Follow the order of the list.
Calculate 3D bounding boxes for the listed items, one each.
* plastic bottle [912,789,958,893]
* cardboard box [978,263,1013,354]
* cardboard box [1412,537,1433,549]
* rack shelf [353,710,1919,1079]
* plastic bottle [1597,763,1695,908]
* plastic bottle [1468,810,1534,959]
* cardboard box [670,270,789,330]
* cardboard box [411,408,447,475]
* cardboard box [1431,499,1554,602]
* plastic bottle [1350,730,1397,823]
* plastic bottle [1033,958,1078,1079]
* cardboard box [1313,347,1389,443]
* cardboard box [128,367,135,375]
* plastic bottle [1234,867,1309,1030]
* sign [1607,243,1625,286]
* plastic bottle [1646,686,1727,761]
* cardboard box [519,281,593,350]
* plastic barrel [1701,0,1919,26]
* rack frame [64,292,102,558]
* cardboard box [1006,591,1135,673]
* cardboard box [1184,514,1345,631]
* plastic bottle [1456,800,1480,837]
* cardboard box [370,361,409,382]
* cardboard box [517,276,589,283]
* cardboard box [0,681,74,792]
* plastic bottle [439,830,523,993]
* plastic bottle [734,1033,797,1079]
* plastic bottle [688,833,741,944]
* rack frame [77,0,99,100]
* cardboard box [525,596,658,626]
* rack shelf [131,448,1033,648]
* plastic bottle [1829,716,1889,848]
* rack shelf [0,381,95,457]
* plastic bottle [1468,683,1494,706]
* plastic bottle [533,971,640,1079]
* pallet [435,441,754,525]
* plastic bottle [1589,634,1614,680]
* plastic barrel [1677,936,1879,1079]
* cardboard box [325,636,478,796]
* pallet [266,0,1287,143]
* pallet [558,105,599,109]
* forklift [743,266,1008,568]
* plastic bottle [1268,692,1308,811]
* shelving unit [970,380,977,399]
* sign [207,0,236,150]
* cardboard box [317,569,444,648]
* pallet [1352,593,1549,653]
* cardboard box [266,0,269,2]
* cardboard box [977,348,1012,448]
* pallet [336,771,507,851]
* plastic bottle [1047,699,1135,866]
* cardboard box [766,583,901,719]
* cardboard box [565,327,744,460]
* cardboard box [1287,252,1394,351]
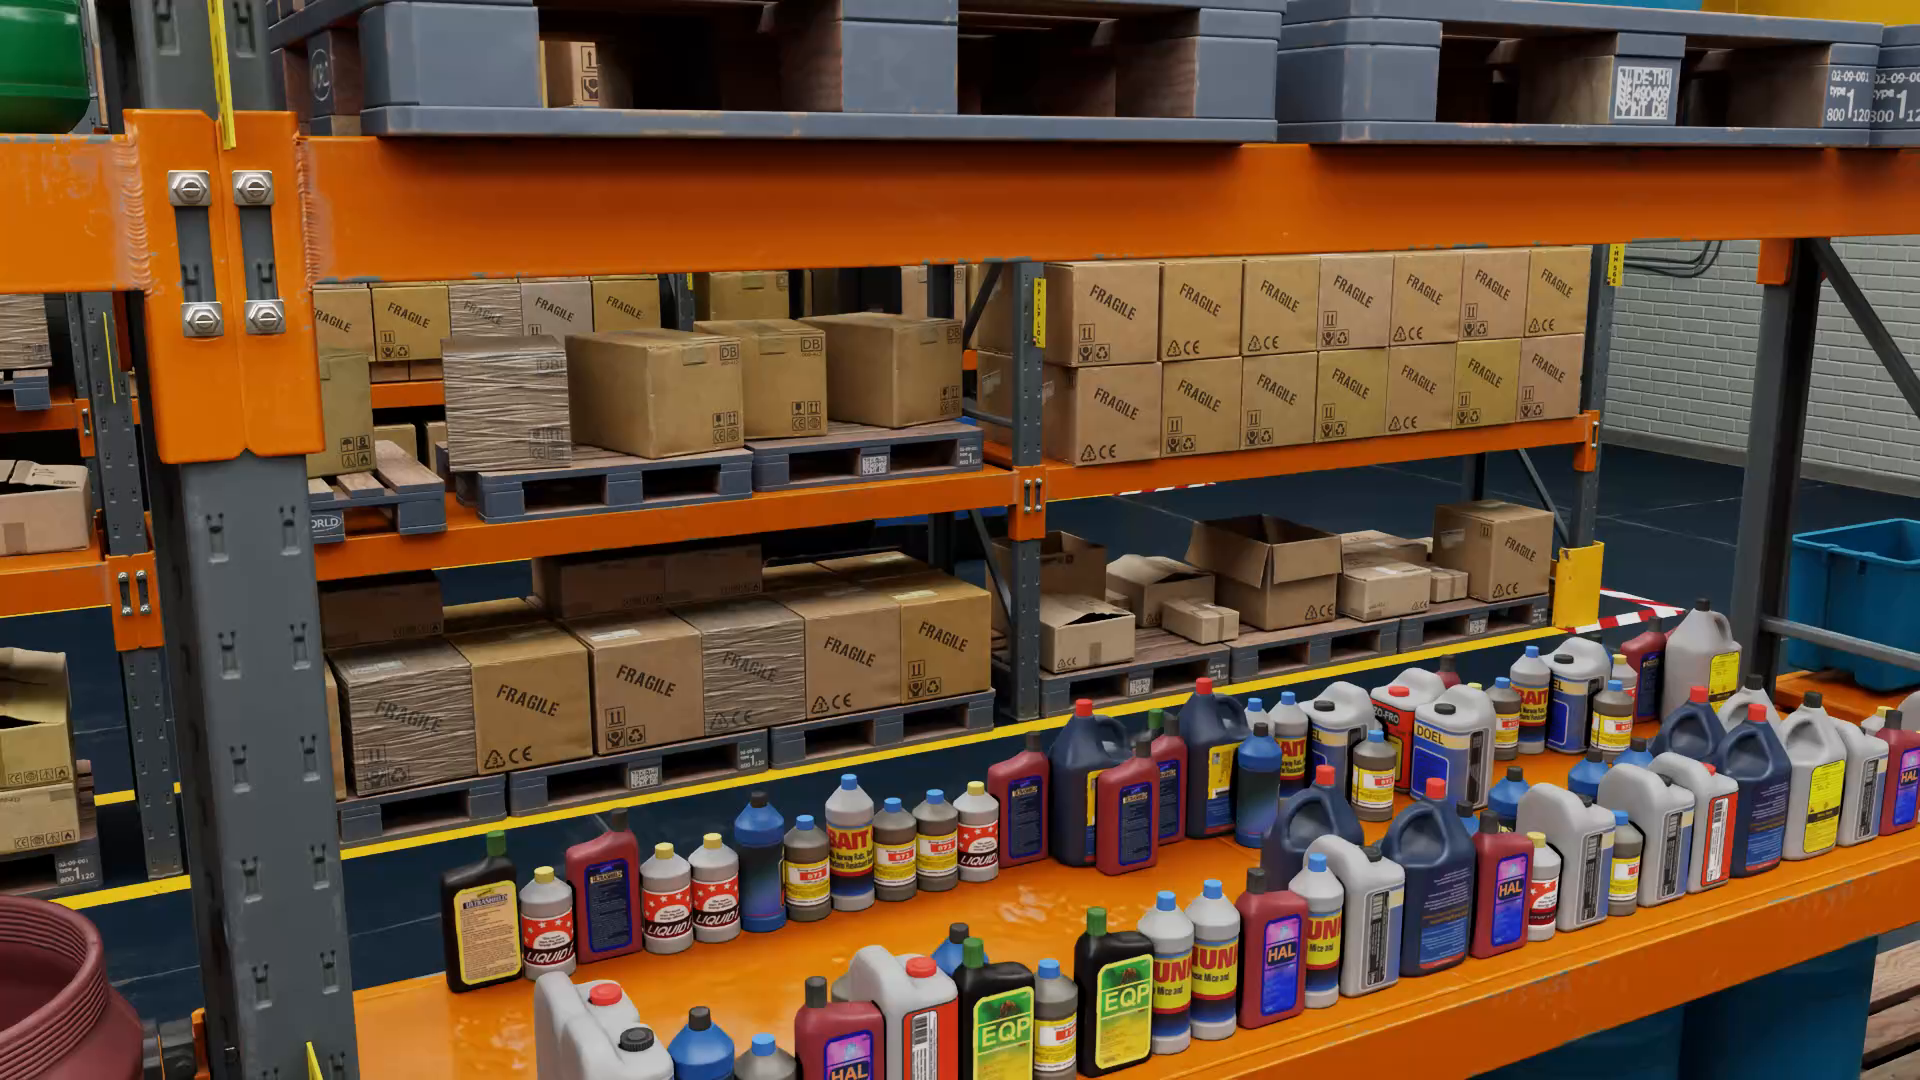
[{"bbox_3d":[-0.052,0.621,3.469,0.097,0.201,0.097,0,13,0],"label":"plastic bottle"},{"bbox_3d":[0.433,-1.272,8.924,0.500,0.500,0.500,-7,14,-28],"label":"cardboard box"},{"bbox_3d":[3.092,0.101,10.820,0.250,0.149,0.380,-7,14,-28],"label":"cardboard box"},{"bbox_3d":[0.728,0.884,3.487,4.000,0.370,1.077,-7,14,-28],"label":"rack shelf"},{"bbox_3d":[1.411,0.593,3.426,0.135,0.276,0.152,-7,14,-28],"label":"plastic bottle"},{"bbox_3d":[1.026,0.647,3.170,0.133,0.283,0.061,-7,14,-28],"label":"plastic bottle"},{"bbox_3d":[-1.780,-1.787,13.033,0.700,0.700,0.980,-7,14,-27],"label":"cardboard box"},{"bbox_3d":[-3.551,-0.555,12.184,0.750,0.750,0.750,-6,14,-26],"label":"cardboard box"},{"bbox_3d":[3.265,0.056,10.218,0.500,0.500,0.500,-7,14,-28],"label":"cardboard box"},{"bbox_3d":[0.954,0.539,3.836,0.097,0.201,0.097,0,13,0],"label":"plastic bottle"},{"bbox_3d":[0.145,0.788,2.730,0.097,0.201,0.097,0,13,0],"label":"plastic bottle"},{"bbox_3d":[2.025,-0.843,9.294,0.500,0.500,0.500,-7,14,-29],"label":"cardboard box"},{"bbox_3d":[-5.226,-1.371,10.919,0.500,0.500,0.500,-6,14,-26],"label":"cardboard box"},{"bbox_3d":[0.543,0.704,2.913,0.133,0.283,0.061,-7,14,-28],"label":"plastic bottle"},{"bbox_3d":[3.872,-1.663,9.810,0.005,0.325,0.100,-7,14,-28],"label":"sign"},{"bbox_3d":[1.602,0.498,3.676,0.185,0.351,0.144,-7,14,-28],"label":"plastic bottle"},{"bbox_3d":[-2.991,-1.637,12.102,0.500,0.500,0.500,-7,14,-27],"label":"cardboard box"},{"bbox_3d":[1.779,-1.302,3.347,0.600,0.588,0.600,0,13,0],"label":"plastic barrel"},{"bbox_3d":[-5.775,-1.166,10.957,0.127,3.000,1.000,-7,14,-28],"label":"rack frame"},{"bbox_3d":[0.585,0.462,8.845,0.500,0.311,0.500,-7,14,-28],"label":"cardboard box"},{"bbox_3d":[1.760,0.172,9.695,0.637,0.503,0.797,-7,14,-28],"label":"cardboard box"},{"bbox_3d":[0.972,0.639,3.231,0.097,0.271,0.097,0,13,0],"label":"plastic bottle"},{"bbox_3d":[-4.034,-1.206,11.664,0.250,0.149,0.380,-7,14,-28],"label":"cardboard box"},{"bbox_3d":[-3.005,-2.006,12.030,0.500,0.250,0.500,-6,14,-27],"label":"cardboard box"},{"bbox_3d":[-3.740,0.754,6.455,0.500,0.311,0.500,-6,14,-26],"label":"cardboard box"},{"bbox_3d":[-0.877,0.676,3.041,0.133,0.283,0.061,-7,14,-28],"label":"plastic bottle"},{"bbox_3d":[-0.293,0.840,2.497,0.097,0.201,0.097,0,13,0],"label":"plastic bottle"},{"bbox_3d":[-0.479,0.673,3.241,0.097,0.201,0.097,0,13,0],"label":"plastic bottle"},{"bbox_3d":[-3.398,-3.138,6.058,0.127,3.000,1.000,-7,14,-28],"label":"rack frame"},{"bbox_3d":[-1.777,0.539,8.073,0.500,0.500,0.500,-7,15,-30],"label":"cardboard box"},{"bbox_3d":[-1.642,-0.071,7.731,4.000,0.370,1.077,-7,14,-28],"label":"rack shelf"},{"bbox_3d":[1.971,0.525,3.725,0.135,0.276,0.152,-7,14,-28],"label":"plastic bottle"},{"bbox_3d":[-7.530,-0.604,10.101,4.000,0.370,1.077,-7,14,-28],"label":"rack shelf"},{"bbox_3d":[1.287,0.461,4.182,0.097,0.201,0.097,0,13,0],"label":"plastic bottle"},{"bbox_3d":[-0.566,0.792,2.543,0.135,0.276,0.152,-7,14,-28],"label":"plastic bottle"},{"bbox_3d":[-1.693,-0.323,7.651,1.213,0.211,1.003,-7,14,-28],"label":"pallet"},{"bbox_3d":[1.662,0.382,4.374,0.097,0.271,0.097,0,13,0],"label":"plastic bottle"},{"bbox_3d":[1.997,1.196,4.288,0.708,0.901,0.600,-7,14,-28],"label":"plastic barrel"},{"bbox_3d":[-2.405,0.744,7.161,0.500,0.500,0.500,-7,15,-30],"label":"cardboard box"},{"bbox_3d":[-0.310,-0.689,2.439,1.213,0.211,1.003,-7,14,-28],"label":"pallet"},{"bbox_3d":[-1.402,-1.839,7.546,1.003,0.211,1.213,-7,14,-28],"label":"pallet"},{"bbox_3d":[-1.209,-1.282,11.630,3.031,2.935,1.130,-6,14,-24],"label":"forklift"},{"bbox_3d":[0.763,0.490,3.895,0.097,0.271,0.097,0,13,0],"label":"plastic bottle"},{"bbox_3d":[0.213,-0.606,12.570,0.189,1.200,0.258,-6,14,-24],"label":"shelving unit"},{"bbox_3d":[-0.758,-0.564,1.688,0.005,0.325,0.100,-7,14,-28],"label":"sign"},{"bbox_3d":[-2.642,0.277,7.529,0.500,0.250,0.500,-6,14,-26],"label":"cardboard box"},{"bbox_3d":[2.858,0.400,10.354,1.213,0.211,1.003,-7,14,-28],"label":"pallet"},{"bbox_3d":[-2.564,-2.310,6.704,0.500,0.500,0.500,-7,14,-28],"label":"cardboard box"},{"bbox_3d":[0.429,-0.783,9.029,0.500,0.500,0.500,-7,14,-27],"label":"cardboard box"},{"bbox_3d":[-2.724,1.078,7.340,1.213,0.211,1.003,-7,14,-28],"label":"pallet"},{"bbox_3d":[0.286,0.514,3.606,0.185,0.351,0.144,-7,14,-28],"label":"plastic bottle"},{"bbox_3d":[-0.621,0.530,8.113,0.500,0.500,0.500,-7,14,-28],"label":"cardboard box"},{"bbox_3d":[-1.408,-0.688,7.651,0.500,0.500,0.700,-12,17,-42],"label":"cardboard box"},{"bbox_3d":[2.018,-1.327,9.169,0.500,0.500,0.500,-6,14,-26],"label":"cardboard box"}]
